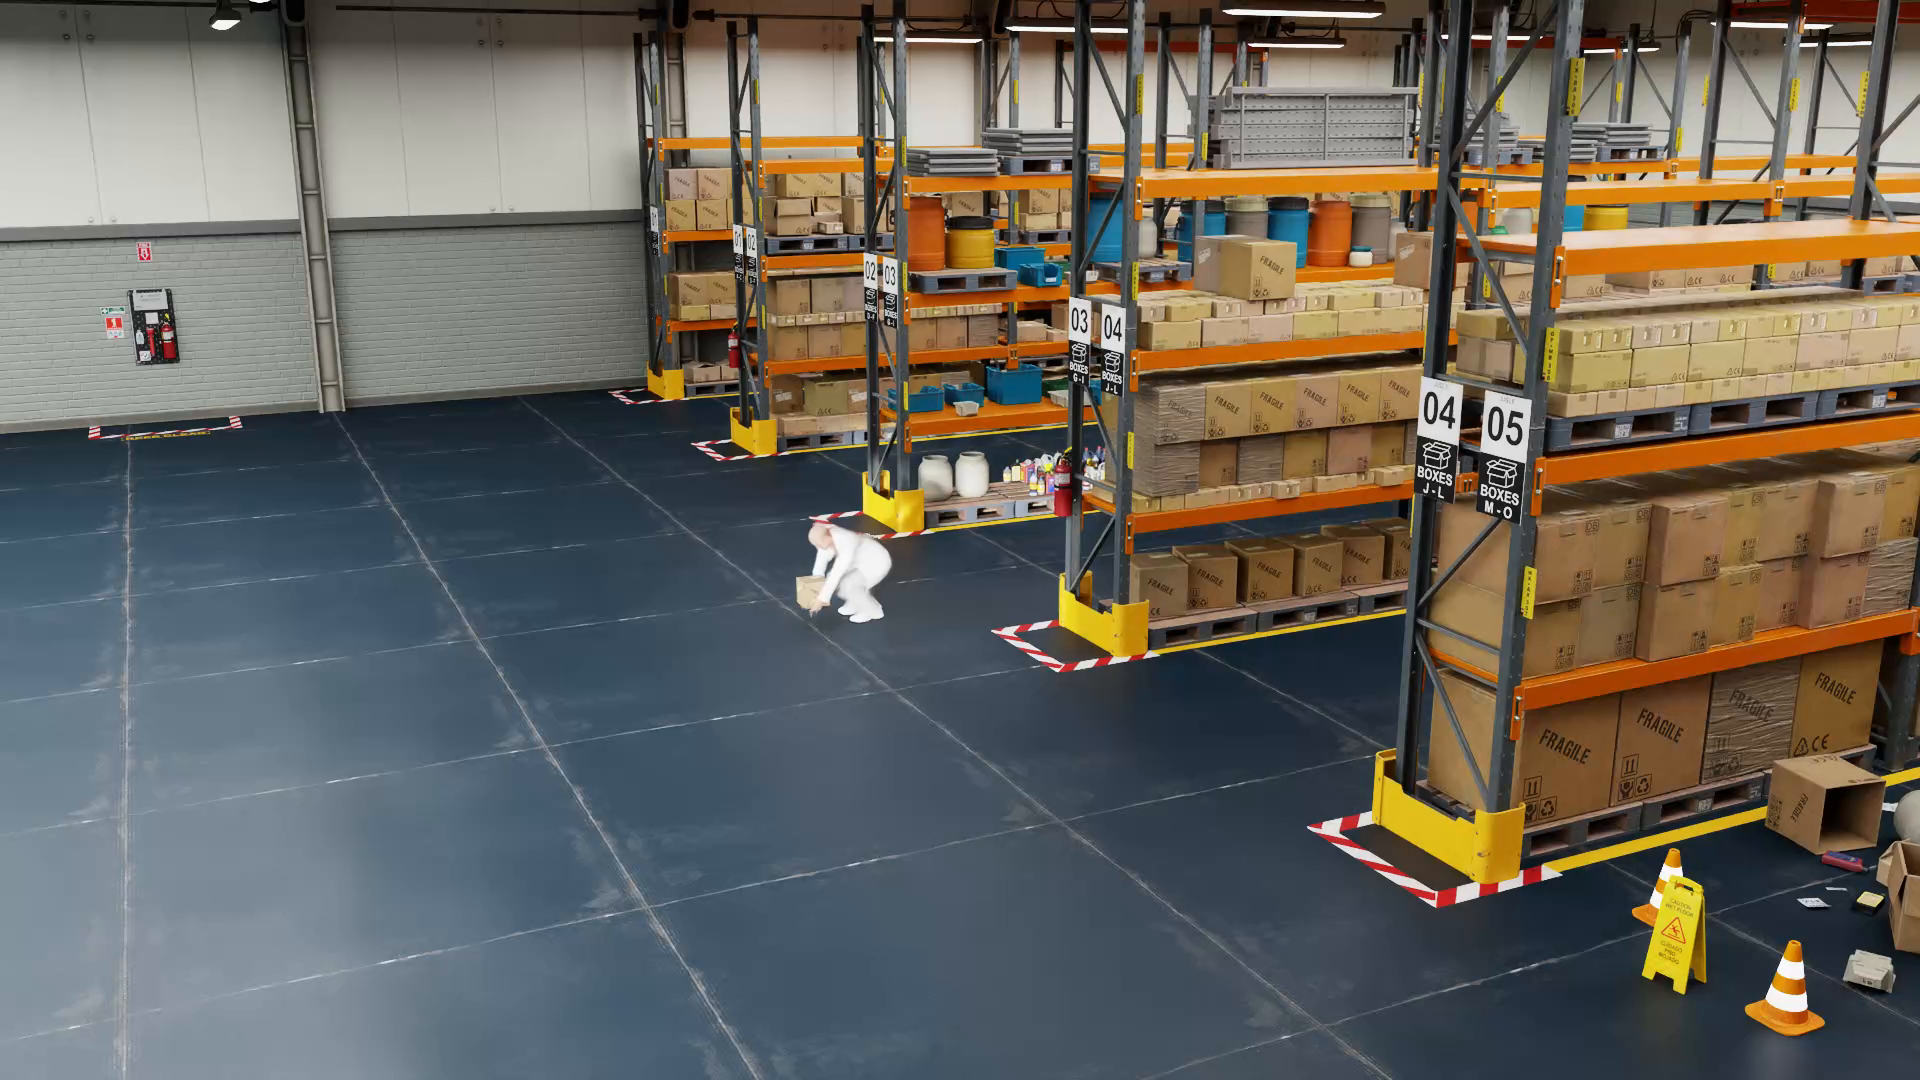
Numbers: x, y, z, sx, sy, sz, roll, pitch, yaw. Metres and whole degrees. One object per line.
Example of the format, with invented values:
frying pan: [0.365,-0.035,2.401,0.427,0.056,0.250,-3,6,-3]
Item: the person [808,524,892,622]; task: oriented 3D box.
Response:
person: [-1.115,0.291,16.323,0.932,1.006,0.579,-8,17,-26]
